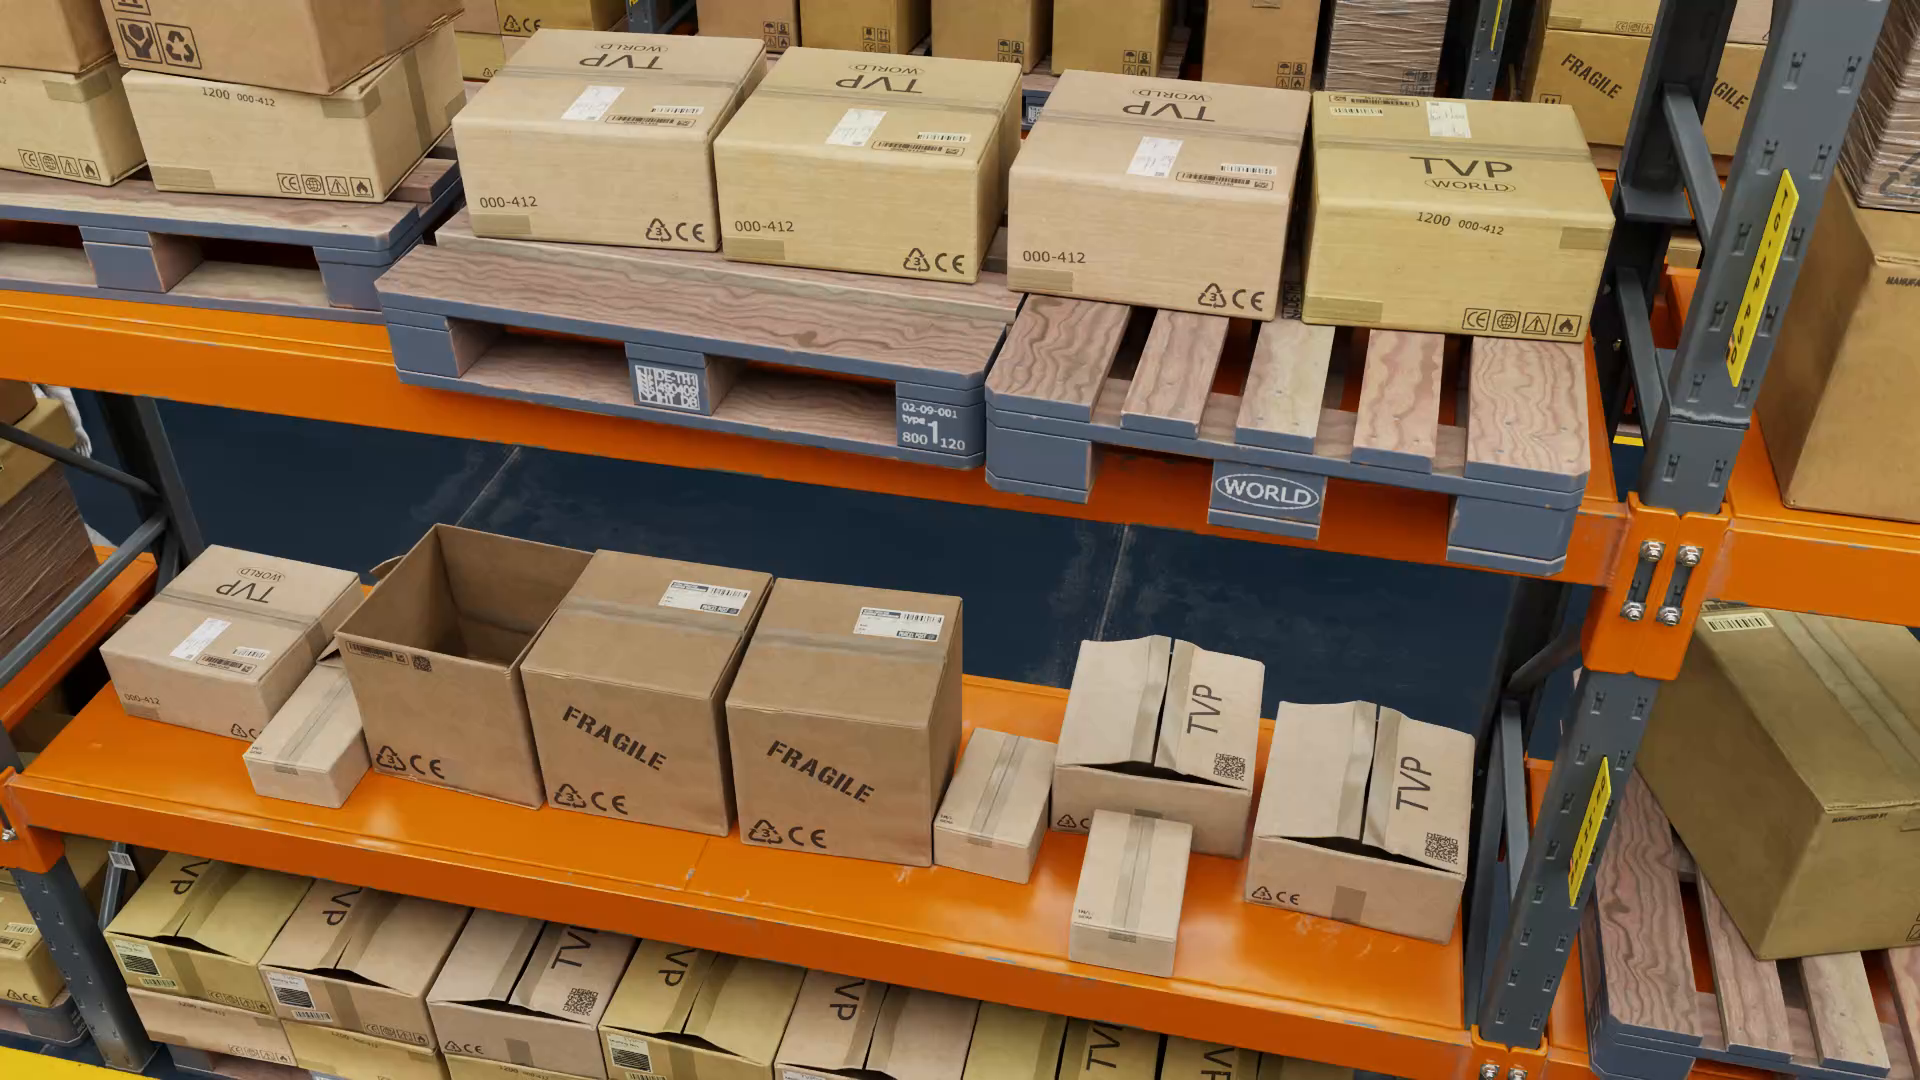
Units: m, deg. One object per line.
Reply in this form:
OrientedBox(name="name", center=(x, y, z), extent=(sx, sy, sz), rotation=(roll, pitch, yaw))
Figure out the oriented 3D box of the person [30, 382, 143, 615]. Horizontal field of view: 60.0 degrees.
OrientedBox(name="person", center=(-3.855, -0.404, 6.645), extent=(0.978, 1.630, 0.505), rotation=(7, 37, 10))
